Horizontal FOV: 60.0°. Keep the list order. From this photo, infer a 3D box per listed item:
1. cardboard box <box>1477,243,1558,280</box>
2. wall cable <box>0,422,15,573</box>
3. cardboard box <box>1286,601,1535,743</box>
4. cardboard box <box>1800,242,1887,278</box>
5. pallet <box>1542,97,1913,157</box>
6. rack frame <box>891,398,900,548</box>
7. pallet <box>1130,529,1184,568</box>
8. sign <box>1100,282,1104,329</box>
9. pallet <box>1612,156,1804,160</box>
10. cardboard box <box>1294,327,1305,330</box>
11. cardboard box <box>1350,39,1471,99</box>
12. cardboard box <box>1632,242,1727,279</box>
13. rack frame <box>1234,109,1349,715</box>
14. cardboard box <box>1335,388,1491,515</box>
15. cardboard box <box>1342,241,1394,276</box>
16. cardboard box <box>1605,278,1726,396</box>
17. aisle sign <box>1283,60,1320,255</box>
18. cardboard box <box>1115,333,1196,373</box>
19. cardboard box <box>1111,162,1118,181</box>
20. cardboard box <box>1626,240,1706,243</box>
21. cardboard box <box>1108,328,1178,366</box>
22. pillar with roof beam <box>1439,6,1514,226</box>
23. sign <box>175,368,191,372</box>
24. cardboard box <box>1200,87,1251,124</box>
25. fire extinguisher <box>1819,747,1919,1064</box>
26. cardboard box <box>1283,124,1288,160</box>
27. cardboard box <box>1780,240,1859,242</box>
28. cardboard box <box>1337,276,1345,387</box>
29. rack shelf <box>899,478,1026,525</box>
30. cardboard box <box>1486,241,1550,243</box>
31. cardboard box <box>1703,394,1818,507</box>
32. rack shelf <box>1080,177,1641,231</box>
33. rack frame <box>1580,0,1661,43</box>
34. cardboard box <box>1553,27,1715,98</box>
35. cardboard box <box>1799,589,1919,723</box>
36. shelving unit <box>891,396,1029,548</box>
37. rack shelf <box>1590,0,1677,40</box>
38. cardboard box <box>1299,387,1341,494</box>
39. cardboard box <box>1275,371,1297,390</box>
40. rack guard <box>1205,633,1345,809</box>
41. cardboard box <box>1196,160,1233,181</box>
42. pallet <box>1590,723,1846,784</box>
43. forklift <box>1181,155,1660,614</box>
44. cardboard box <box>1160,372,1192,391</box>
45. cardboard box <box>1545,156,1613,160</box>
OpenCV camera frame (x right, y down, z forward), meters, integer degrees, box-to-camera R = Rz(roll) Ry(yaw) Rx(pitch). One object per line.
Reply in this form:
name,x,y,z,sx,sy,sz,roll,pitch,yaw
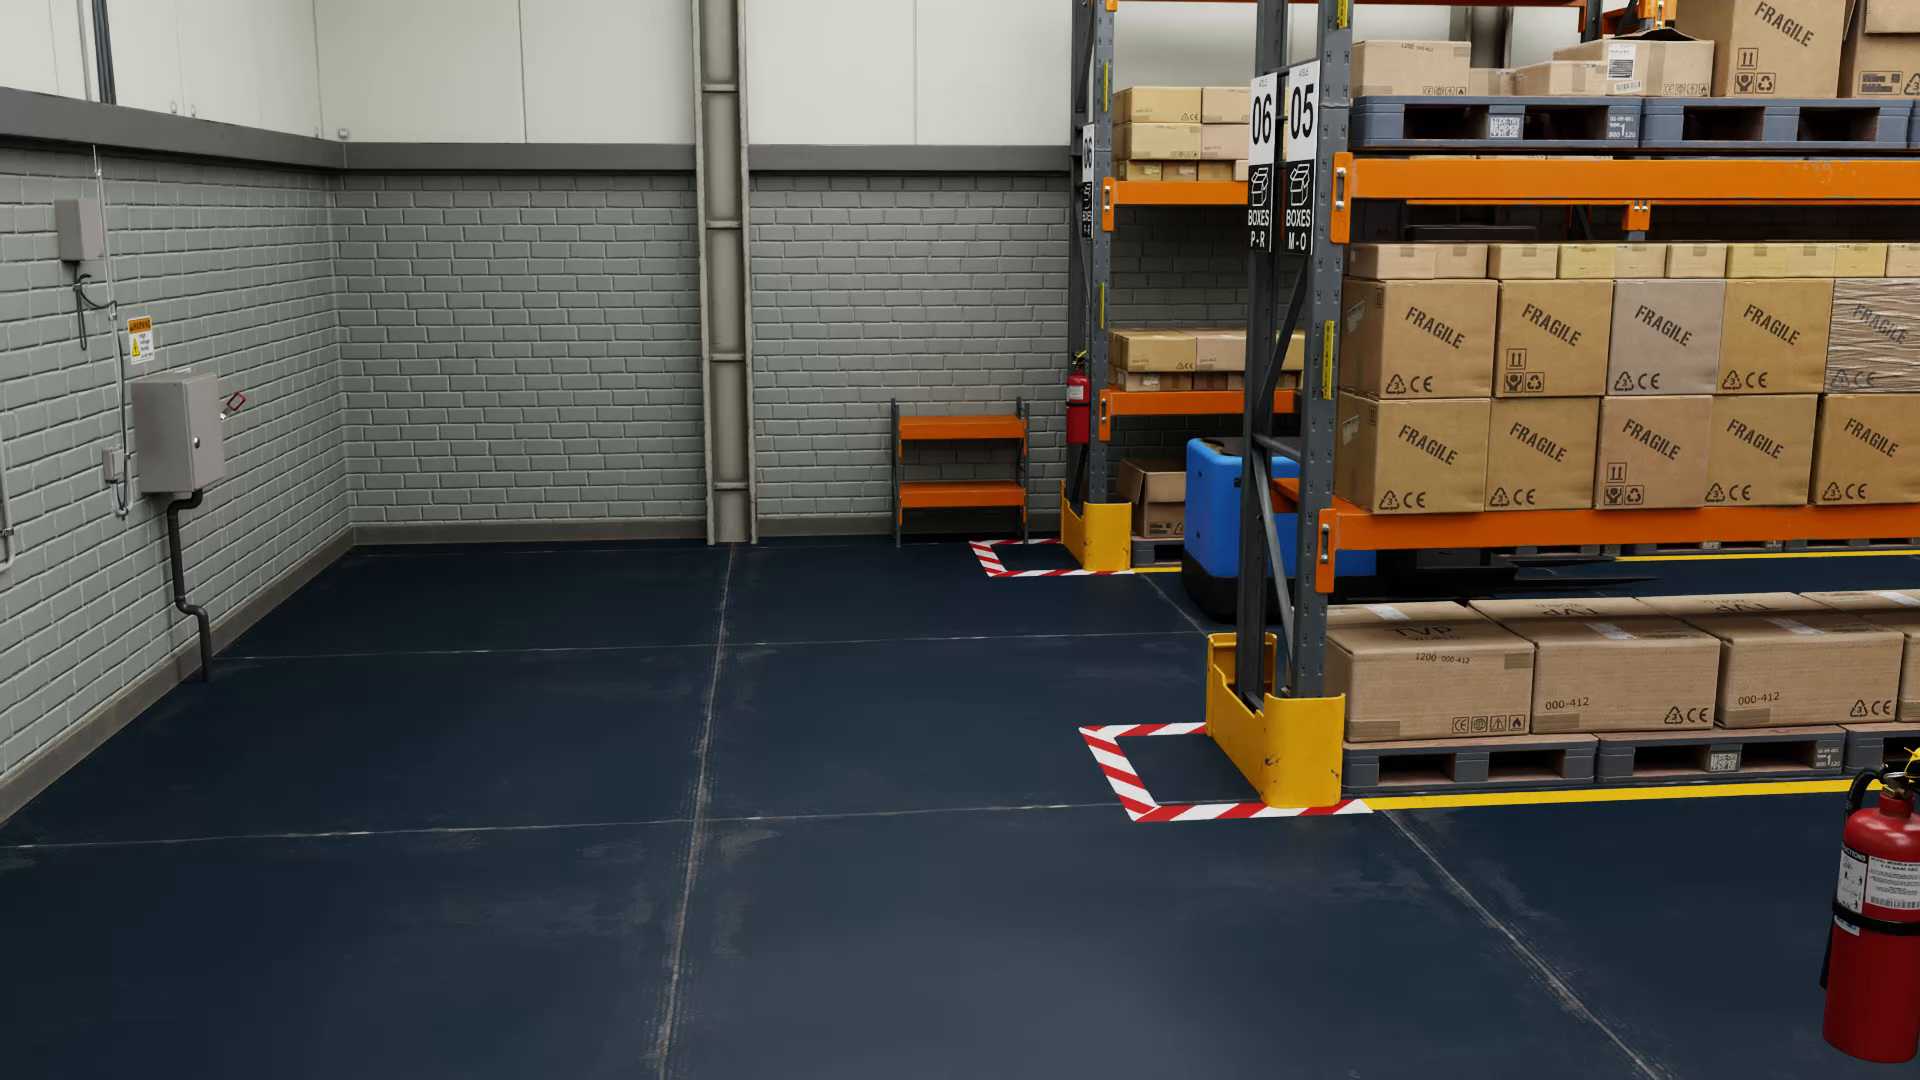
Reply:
cardboard box,2.399,-1.216,7.243,0.250,0.149,0.380,-1,11,-4
wall cable,-4.110,-0.793,6.909,0.123,1.953,0.585,-1,11,-6
cardboard box,2.138,0.617,8.005,0.875,0.438,0.875,-2,11,-8
cardboard box,3.920,-1.260,7.469,0.250,0.149,0.380,-1,11,-7
pallet,3.445,-1.873,7.571,1.213,0.211,1.003,-1,11,-6
rack frame,-0.511,-0.541,13.203,0.032,1.125,0.500,-1,11,-6
pallet,1.821,-0.003,12.835,1.213,0.211,1.003,-1,11,-6
sign,1.012,-1.673,11.860,0.005,0.325,0.100,-1,11,-6
pallet,5.586,-2.816,12.626,1.003,0.211,1.213,-1,11,-6
cardboard box,2.907,-1.516,12.922,0.500,0.250,0.500,-1,11,-6
cardboard box,1.931,-2.081,7.441,0.500,0.250,0.500,-2,11,-11
cardboard box,3.167,-1.237,7.353,0.250,0.149,0.380,-1,11,-6
rack frame,1.493,-0.401,7.631,0.127,3.000,1.000,-1,11,-6
cardboard box,2.001,-0.405,7.392,0.500,0.500,0.500,-1,11,-7
cardboard box,1.828,-1.305,7.696,0.250,0.149,0.380,-1,11,-5
cardboard box,3.025,-0.920,7.421,0.500,0.500,0.500,-1,11,-7
aisle sign,1.453,-1.619,7.090,0.004,0.787,0.394,-1,11,-6
cardboard box,1.433,-1.383,12.243,0.500,0.250,0.500,-1,11,-6
cardboard box,1.246,-2.752,12.467,0.250,0.149,0.380,-1,11,-5
cardboard box,3.354,-1.344,7.894,0.250,0.149,0.380,-1,11,-4
cardboard box,1.382,-1.485,12.766,0.500,0.250,0.500,-1,11,-4
pillar with roof beam,4.605,-3.712,8.924,0.400,9.000,9.100,-1,11,-6
sign,-4.451,-0.729,9.544,0.001,0.494,0.329,-1,11,-6
cardboard box,1.929,-3.110,11.958,0.500,0.250,0.500,-1,11,-6
fire extinguisher,1.828,0.684,3.280,0.183,0.674,0.296,-1,11,-6
cardboard box,2.437,-2.876,12.065,0.500,0.250,0.500,-2,11,-8
cardboard box,4.104,-1.370,8.028,0.250,0.149,0.380,-2,11,-8
cardboard box,1.946,-0.996,7.808,0.500,0.500,0.500,-1,11,-4
rack shelf,-0.006,-0.312,13.305,1.000,0.278,0.538,-1,11,-6
cardboard box,2.580,-1.333,7.842,0.250,0.149,0.380,-1,11,-5
cardboard box,3.505,-0.441,7.578,0.500,0.500,0.500,-1,11,-4
rack shelf,2.941,-2.513,12.464,4.000,0.370,1.077,-1,11,-6
rack frame,4.930,-4.380,12.318,0.127,3.000,1.000,-1,11,-6
cardboard box,2.986,-2.106,7.410,0.500,0.311,0.500,-1,11,-5
cardboard box,4.834,0.559,8.299,0.875,0.438,0.875,-1,11,-7
shelving unit,-0.006,-0.552,13.258,1.048,1.125,0.538,-1,11,-6
rack shelf,6.918,-3.872,12.637,4.000,0.370,1.077,-1,11,-6
cardboard box,1.944,-0.511,7.930,0.500,0.500,0.500,-1,11,-6
cardboard box,2.336,-1.210,12.398,0.250,0.149,0.380,-1,11,-5
rack guard,1.469,0.826,7.869,0.348,0.500,1.175,-1,11,-6
cardboard box,1.810,-2.676,12.078,0.250,0.149,0.380,-1,11,-6
pallet,3.490,0.911,8.187,1.213,0.211,1.003,-1,11,-6
forklift,3.071,-1.013,10.924,3.031,2.935,1.130,-1,11,-4
cardboard box,1.557,-1.198,12.336,0.250,0.149,0.380,-1,11,-5
cardboard box,4.477,-2.922,12.297,0.500,0.250,0.500,-1,11,-6
